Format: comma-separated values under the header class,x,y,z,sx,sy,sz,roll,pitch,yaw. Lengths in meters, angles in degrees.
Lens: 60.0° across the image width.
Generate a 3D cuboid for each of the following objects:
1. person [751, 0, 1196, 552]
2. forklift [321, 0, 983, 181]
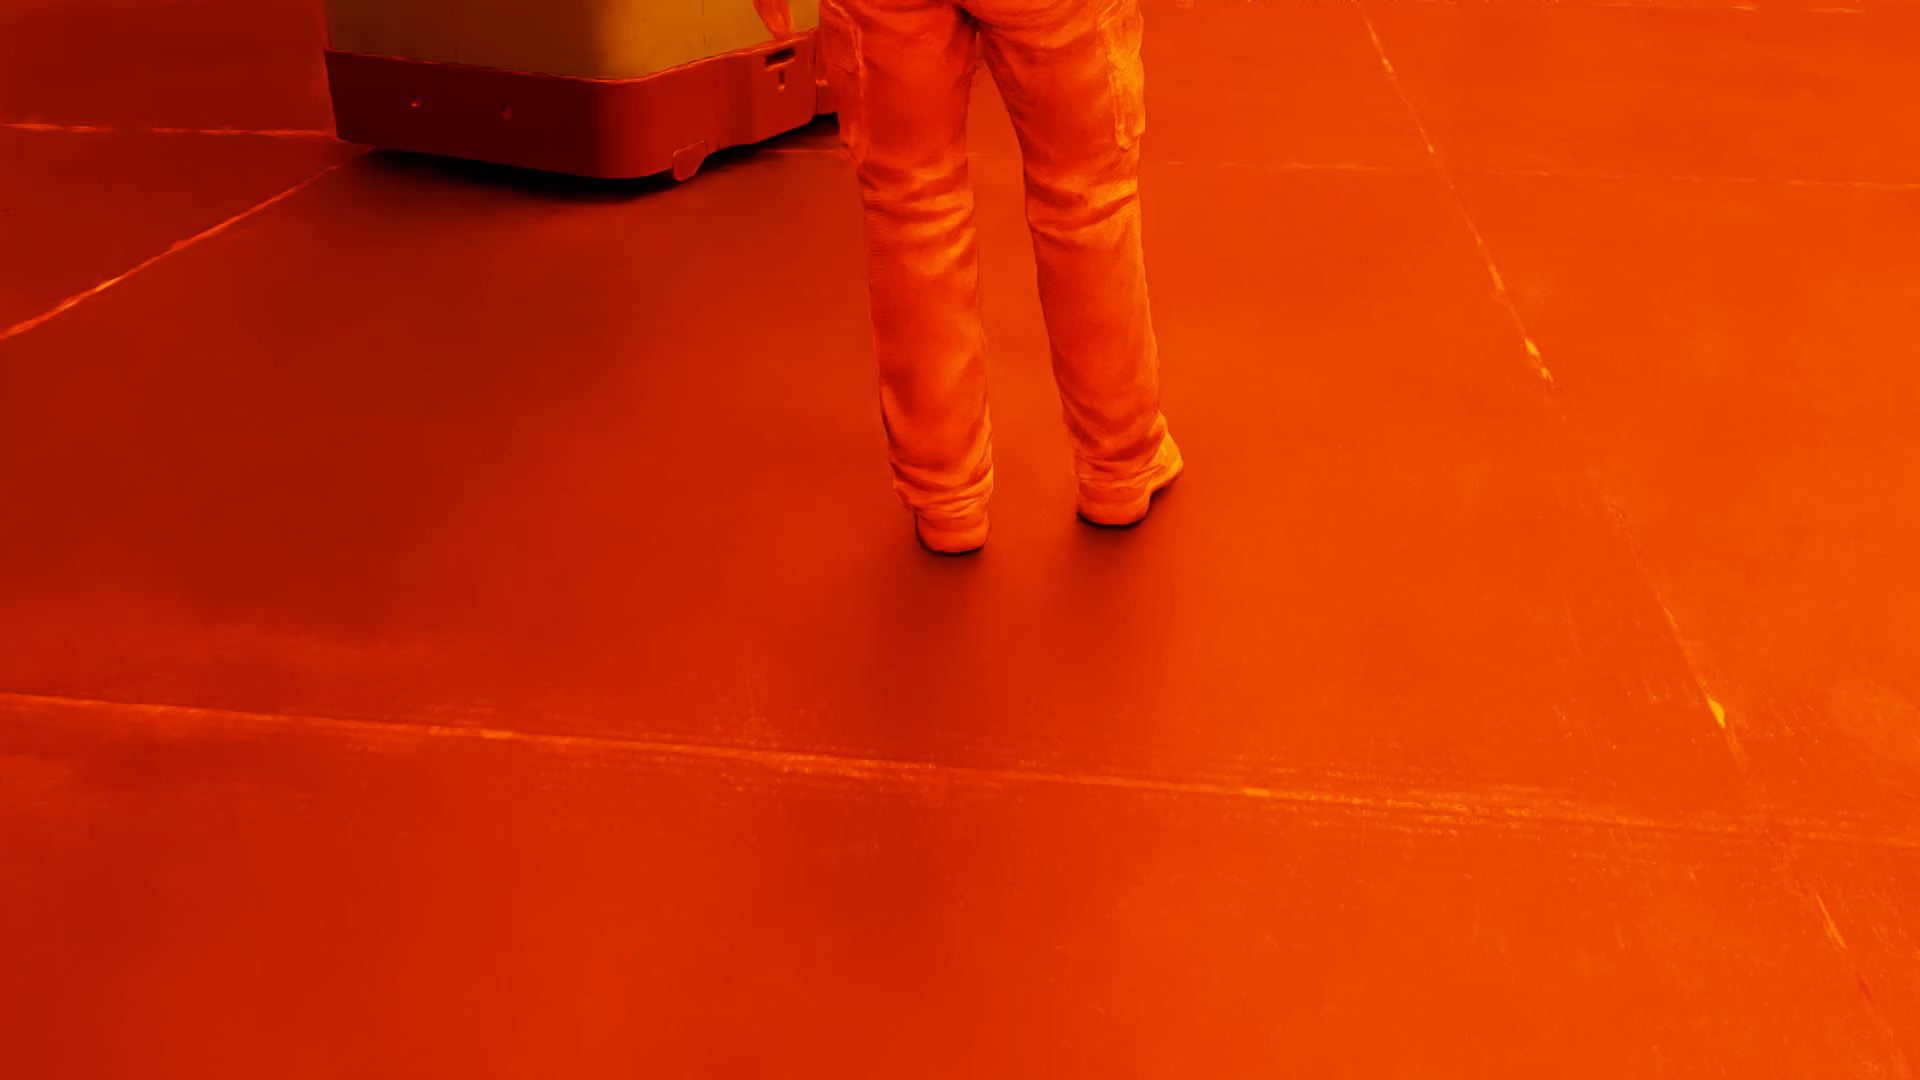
class,x,y,z,sx,sy,sz,roll,pitch,yaw
person,0.017,-0.836,2.162,0.655,1.782,0.576,3,27,7
forklift,-0.579,-2.836,4.902,1.130,2.935,3.031,13,29,24
